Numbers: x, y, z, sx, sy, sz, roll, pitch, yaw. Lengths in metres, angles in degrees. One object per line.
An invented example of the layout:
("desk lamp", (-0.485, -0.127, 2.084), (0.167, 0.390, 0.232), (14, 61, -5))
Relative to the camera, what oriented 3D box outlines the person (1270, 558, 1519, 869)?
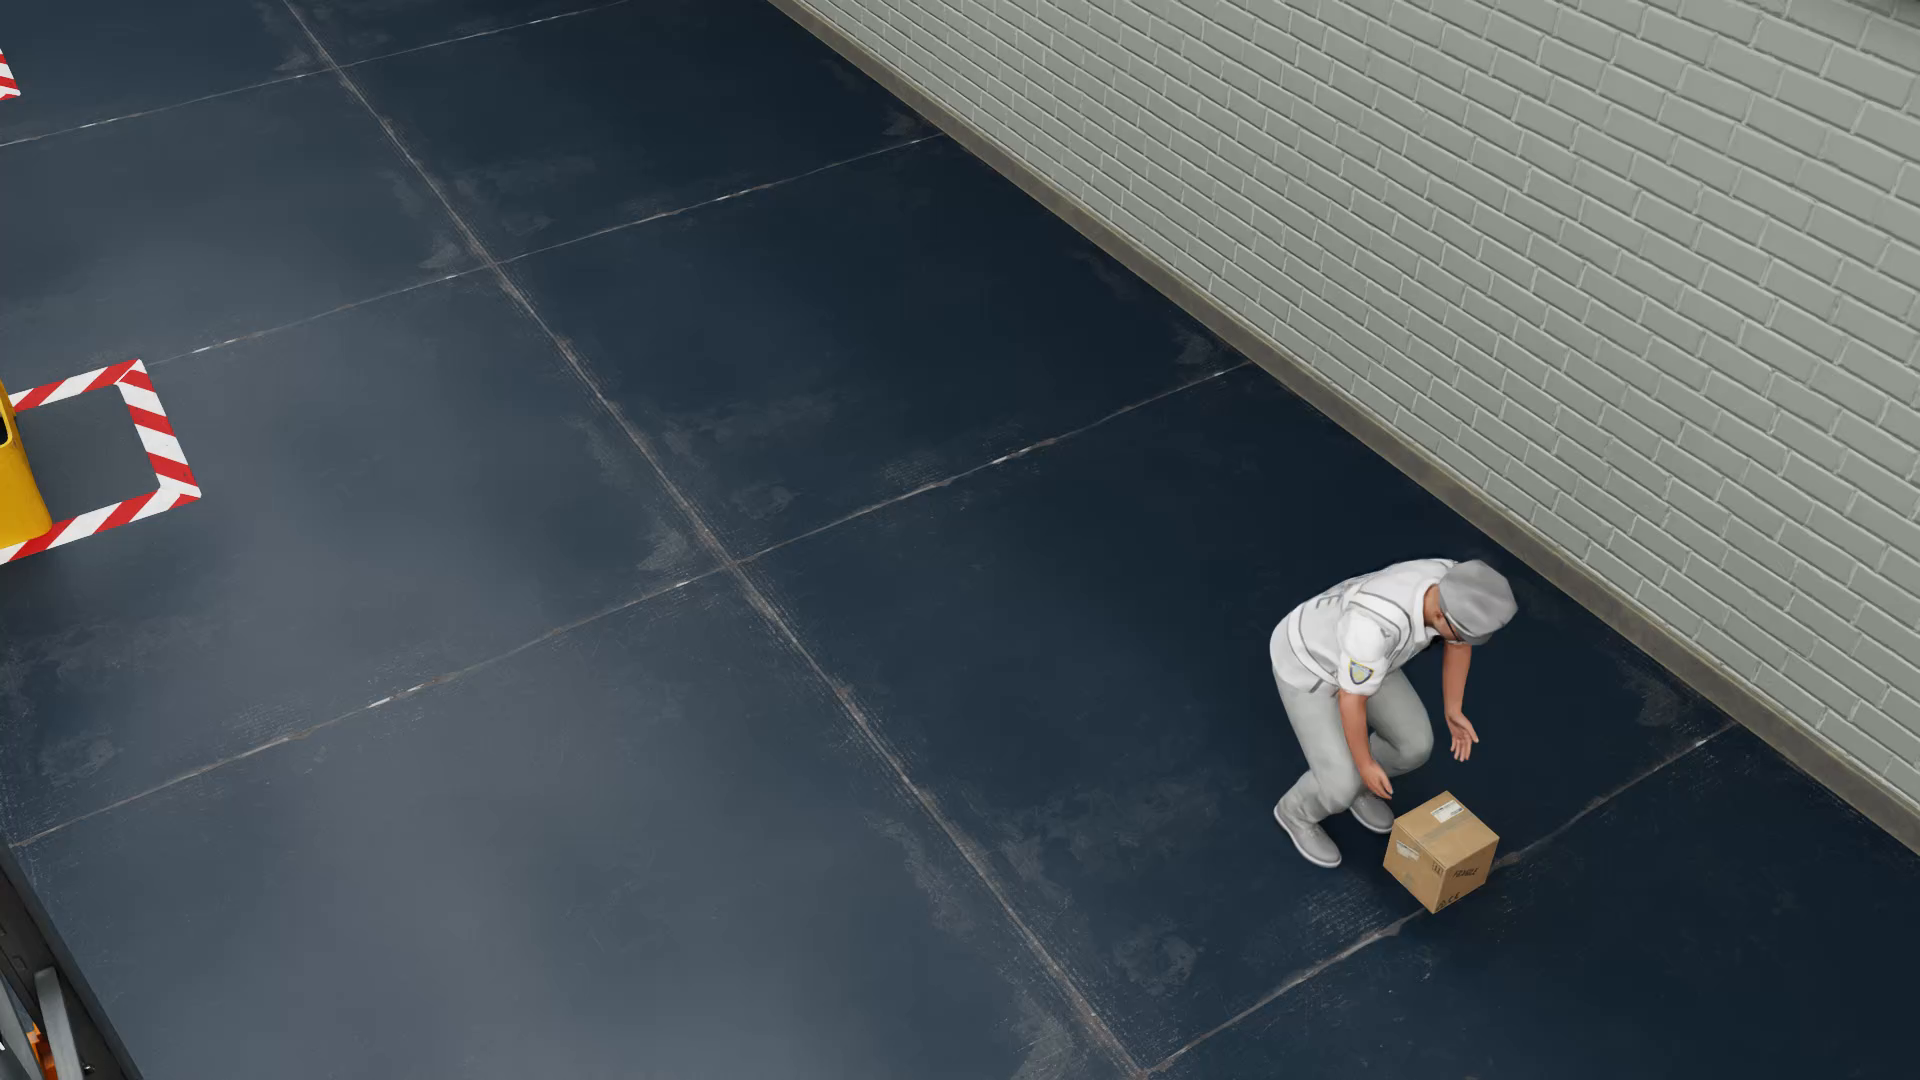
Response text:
("person", (1.458, 0.528, 5.781), (0.590, 1.440, 0.790), (-22, 45, -24))
